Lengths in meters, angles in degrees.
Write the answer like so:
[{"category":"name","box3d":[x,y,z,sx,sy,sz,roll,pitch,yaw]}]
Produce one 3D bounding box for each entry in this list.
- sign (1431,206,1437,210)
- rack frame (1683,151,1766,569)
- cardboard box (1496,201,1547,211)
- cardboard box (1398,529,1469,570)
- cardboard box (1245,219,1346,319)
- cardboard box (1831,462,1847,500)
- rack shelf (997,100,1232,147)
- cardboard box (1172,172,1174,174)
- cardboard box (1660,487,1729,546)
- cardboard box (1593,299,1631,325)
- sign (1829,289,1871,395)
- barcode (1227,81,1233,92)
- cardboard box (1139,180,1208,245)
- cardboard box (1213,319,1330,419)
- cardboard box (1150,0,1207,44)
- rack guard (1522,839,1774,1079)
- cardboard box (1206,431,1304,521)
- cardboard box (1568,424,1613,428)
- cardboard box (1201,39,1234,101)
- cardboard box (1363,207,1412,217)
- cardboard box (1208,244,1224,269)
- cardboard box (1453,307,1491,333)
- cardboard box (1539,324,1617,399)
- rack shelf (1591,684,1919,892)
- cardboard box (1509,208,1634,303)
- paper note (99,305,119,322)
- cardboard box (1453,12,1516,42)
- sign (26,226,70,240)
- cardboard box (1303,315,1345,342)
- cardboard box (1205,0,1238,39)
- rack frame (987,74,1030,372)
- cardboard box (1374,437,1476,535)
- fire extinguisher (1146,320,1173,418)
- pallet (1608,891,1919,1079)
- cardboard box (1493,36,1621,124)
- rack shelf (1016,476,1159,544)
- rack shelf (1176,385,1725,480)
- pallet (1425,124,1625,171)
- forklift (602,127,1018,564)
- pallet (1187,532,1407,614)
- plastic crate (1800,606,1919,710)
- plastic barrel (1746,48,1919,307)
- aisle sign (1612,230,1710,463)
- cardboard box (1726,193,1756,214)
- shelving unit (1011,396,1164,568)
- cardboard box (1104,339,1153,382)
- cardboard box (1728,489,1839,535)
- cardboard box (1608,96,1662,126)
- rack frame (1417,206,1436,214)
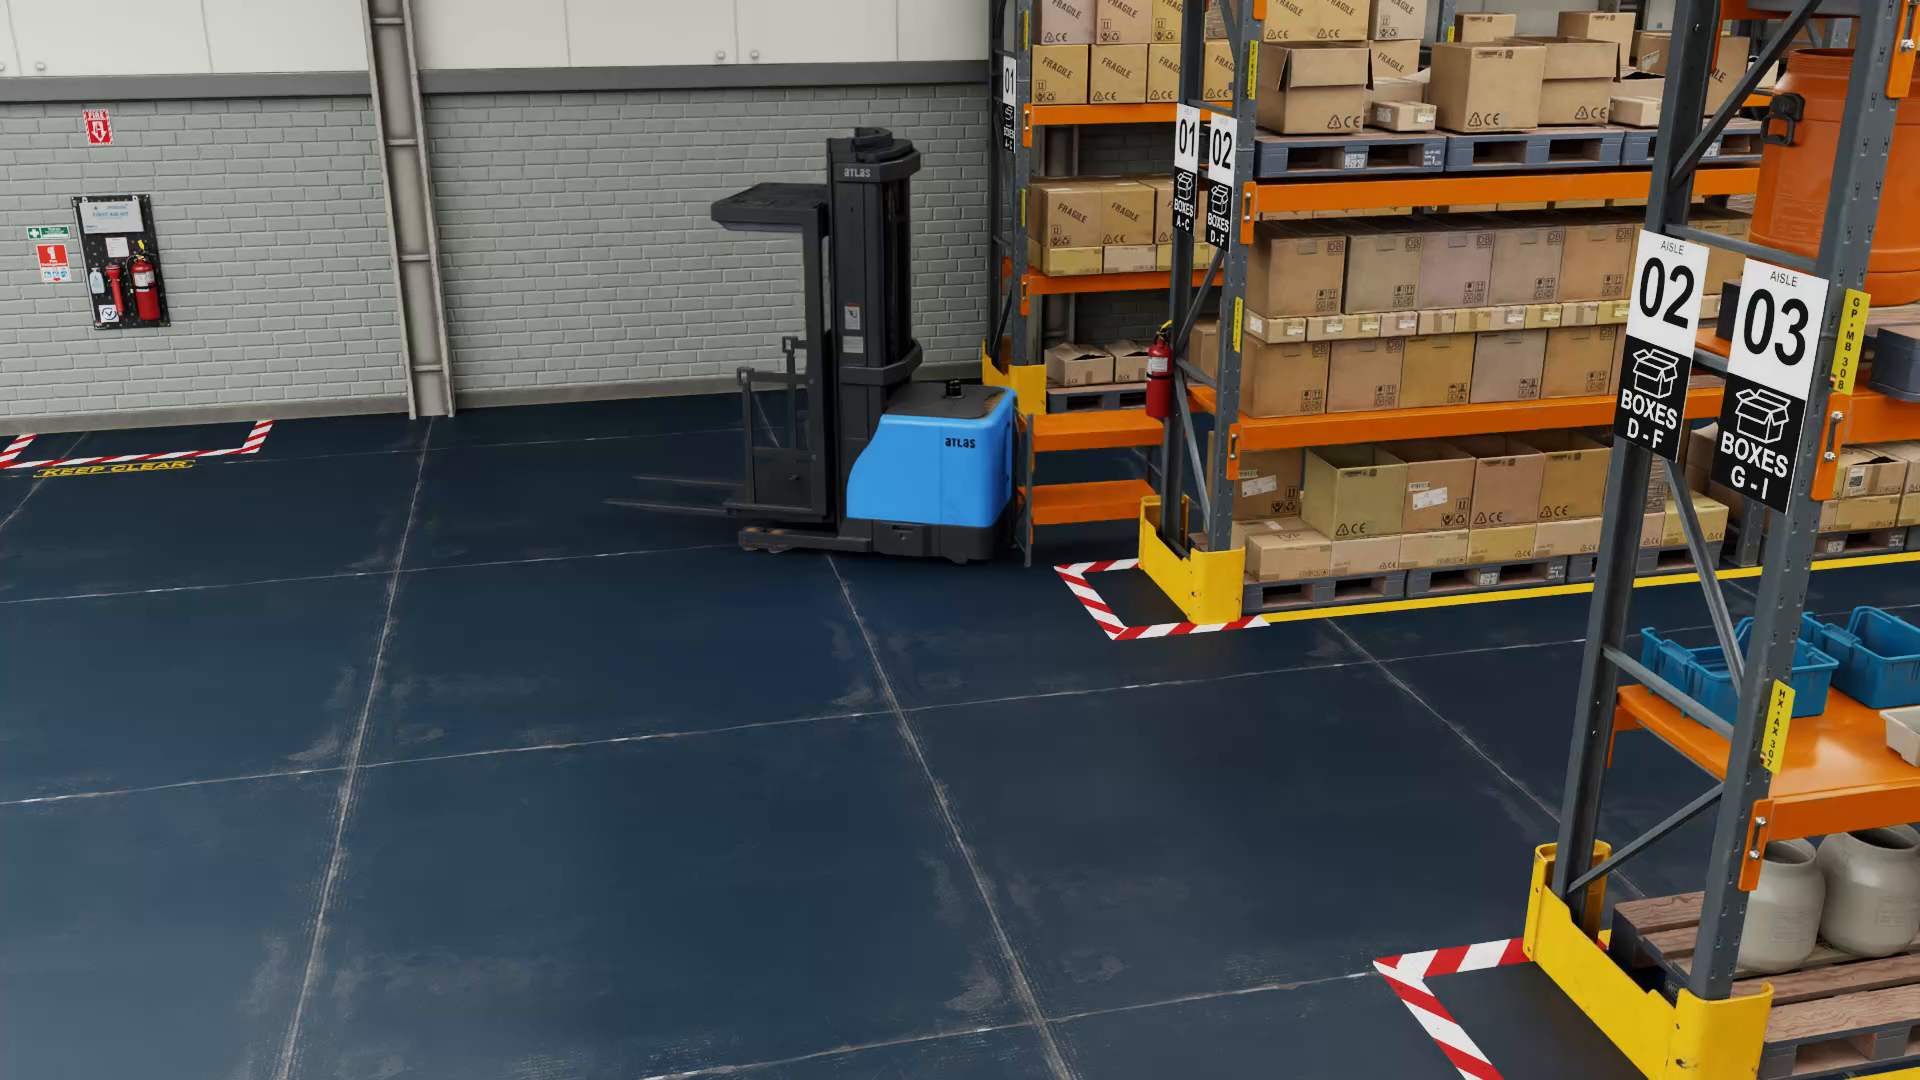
[{"category":"sign","box3d":[4.459,-3.261,15.598,0.005,0.325,0.100,-5,21,-12]},{"category":"rack frame","box3d":[5.471,-1.378,11.716,0.127,3.000,1.000,-5,21,-12]},{"category":"cardboard box","box3d":[5.376,-3.360,16.342,0.500,0.500,0.700,-3,20,-7]},{"category":"cardboard box","box3d":[3.123,-0.016,11.384,0.500,0.250,0.500,-5,21,-12]},{"category":"cardboard box","box3d":[2.087,-1.754,10.712,0.500,0.500,0.700,-5,21,-12]},{"category":"cardboard box","box3d":[5.930,-0.497,11.882,0.500,0.311,0.500,-5,21,-12]},{"category":"rack shelf","box3d":[2.381,-3.948,15.417,4.000,0.370,1.077,-5,21,-12]},{"category":"cardboard box","box3d":[2.329,-3.238,15.891,0.500,0.500,0.500,-4,21,-12]},{"category":"cardboard box","box3d":[5.070,-0.174,11.816,0.500,0.250,0.500,-5,21,-12]},{"category":"cardboard box","box3d":[4.265,-1.556,11.114,0.250,0.149,0.380,-5,21,-13]},{"category":"sign","box3d":[2.836,-0.631,5.303,0.005,0.325,0.100,-5,21,-12]},{"category":"barcode","box3d":[1.761,-2.928,10.742,0.075,0.075,0.001,-5,21,-12]},{"category":"cardboard box","box3d":[1.956,-3.022,15.303,0.500,0.500,0.500,-5,21,-14]},{"category":"cardboard box","box3d":[2.035,-1.141,10.923,0.500,0.500,0.700,-5,21,-12]},{"category":"cardboard box","box3d":[1.861,-4.670,14.713,0.500,0.500,0.500,-4,21,-11]},{"category":"rack guard","box3d":[2.777,1.749,6.814,0.348,0.500,1.175,-5,21,-12]},{"category":"cardboard box","box3d":[2.031,-0.462,11.511,0.500,0.500,0.500,-5,21,-12]},{"category":"cardboard box","box3d":[4.462,-0.662,12.058,0.500,0.500,0.500,-5,21,-12]},{"category":"cardboard box","box3d":[2.369,-4.249,15.019,0.500,0.500,0.500,-3,20,-9]},{"category":"cardboard box","box3d":[3.938,-3.186,15.750,0.500,0.500,0.500,-5,21,-13]},{"category":"cardboard box","box3d":[2.474,-2.714,15.552,0.500,0.250,0.500,-4,21,-12]},{"category":"cardboard box","box3d":[3.262,-1.475,10.891,0.250,0.149,0.380,-5,21,-13]},{"category":"cardboard box","box3d":[4.039,-1.305,11.372,0.500,0.500,0.700,-4,21,-12]},{"category":"rack shelf","box3d":[4.660,0.776,6.880,4.000,0.370,1.077,-5,21,-12]},{"category":"cardboard box","box3d":[4.061,-1.917,11.156,0.500,0.500,0.700,-5,21,-12]},{"category":"paper note","box3d":[-7.524,-2.002,14.700,0.142,0.148,0.016,-5,21,-12]},{"category":"cardboard box","box3d":[4.878,-4.705,15.681,0.500,0.500,0.500,-2,20,-5]},{"category":"sign","box3d":[-7.891,-2.660,14.394,0.331,0.109,0.001,-5,21,-12]},{"category":"cardboard box","box3d":[2.266,-1.394,10.670,0.250,0.149,0.380,-5,21,-14]},{"category":"cardboard box","box3d":[2.298,-4.891,15.317,0.500,0.500,0.500,-5,21,-13]},{"category":"rack frame","box3d":[0.434,-2.719,15.377,0.127,3.000,1.000,-5,21,-12]},{"category":"cardboard box","box3d":[3.121,-0.372,11.265,0.500,0.500,0.500,-5,21,-12]},{"category":"fire extinguisher","box3d":[1.356,-1.171,11.264,0.183,0.674,0.296,-5,21,-12]},{"category":"pallet","box3d":[3.569,1.822,7.034,1.213,0.211,1.003,-5,21,-12]},{"category":"cardboard box","box3d":[3.839,-3.010,10.845,0.637,0.503,0.797,-2,20,-6]},{"category":"rack shelf","box3d":[0.936,-0.221,11.992,1.000,0.278,0.538,-4,20,-11]},{"category":"rack shelf","box3d":[3.524,-0.882,11.407,4.000,0.370,1.077,-5,21,-12]},{"category":"pallet","box3d":[3.462,-2.573,10.747,1.213,0.211,1.003,-5,21,-12]},{"category":"forklift","box3d":[-1.135,-1.452,12.016,3.031,2.935,1.130,4,21,12]},{"category":"pallet","box3d":[2.313,0.173,11.534,1.213,0.211,1.003,-5,21,-12]},{"category":"plastic crate","box3d":[3.766,0.477,6.867,0.408,0.251,0.499,-5,21,-12]},{"category":"plastic barrel","box3d":[3.158,-1.291,5.883,0.708,0.830,0.600,-5,21,-12]},{"category":"aisle sign","box3d":[2.576,-0.718,6.133,0.004,0.787,0.394,-5,21,-12]},{"category":"cardboard box","box3d":[7.765,-3.566,16.902,0.500,0.500,0.700,-7,21,-19]},{"category":"shelving unit","box3d":[0.936,-0.450,11.908,1.048,1.125,0.538,-4,20,-11]},{"category":"cardboard box","box3d":[1.683,-1.733,15.954,0.500,0.311,0.500,-3,20,-8]},{"category":"cardboard box","box3d":[5.920,-0.233,11.977,0.500,0.250,0.500,-5,21,-14]},{"category":"cardboard box","box3d":[4.360,-2.745,10.636,0.250,0.149,0.380,-5,21,-12]},{"category":"rack frame","box3d":[4.327,-3.036,16.241,0.127,3.000,1.000,-5,21,-12]}]
